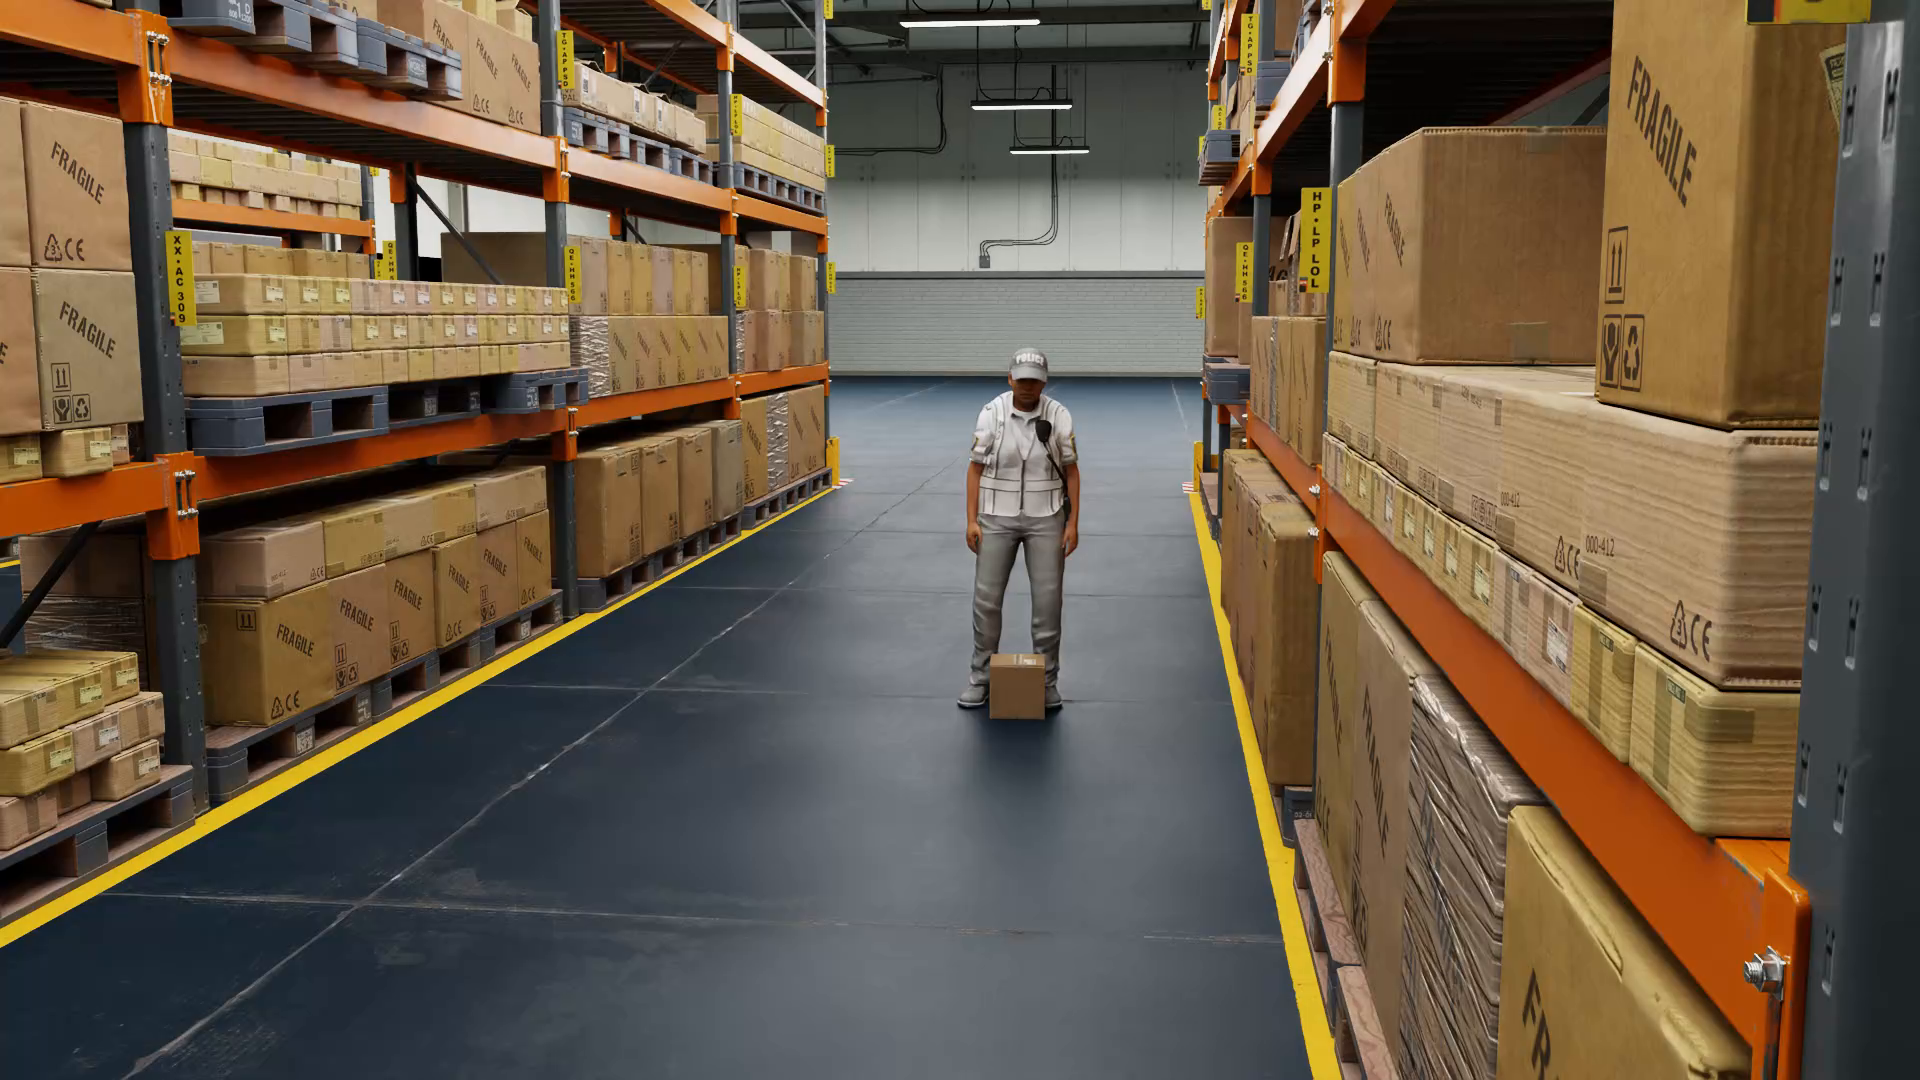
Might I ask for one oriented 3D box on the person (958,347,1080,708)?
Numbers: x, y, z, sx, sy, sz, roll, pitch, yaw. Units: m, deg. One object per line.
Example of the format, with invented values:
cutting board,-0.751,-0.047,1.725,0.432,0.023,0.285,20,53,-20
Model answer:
person,0.275,-0.061,7.725,0.565,1.665,0.470,0,8,3
